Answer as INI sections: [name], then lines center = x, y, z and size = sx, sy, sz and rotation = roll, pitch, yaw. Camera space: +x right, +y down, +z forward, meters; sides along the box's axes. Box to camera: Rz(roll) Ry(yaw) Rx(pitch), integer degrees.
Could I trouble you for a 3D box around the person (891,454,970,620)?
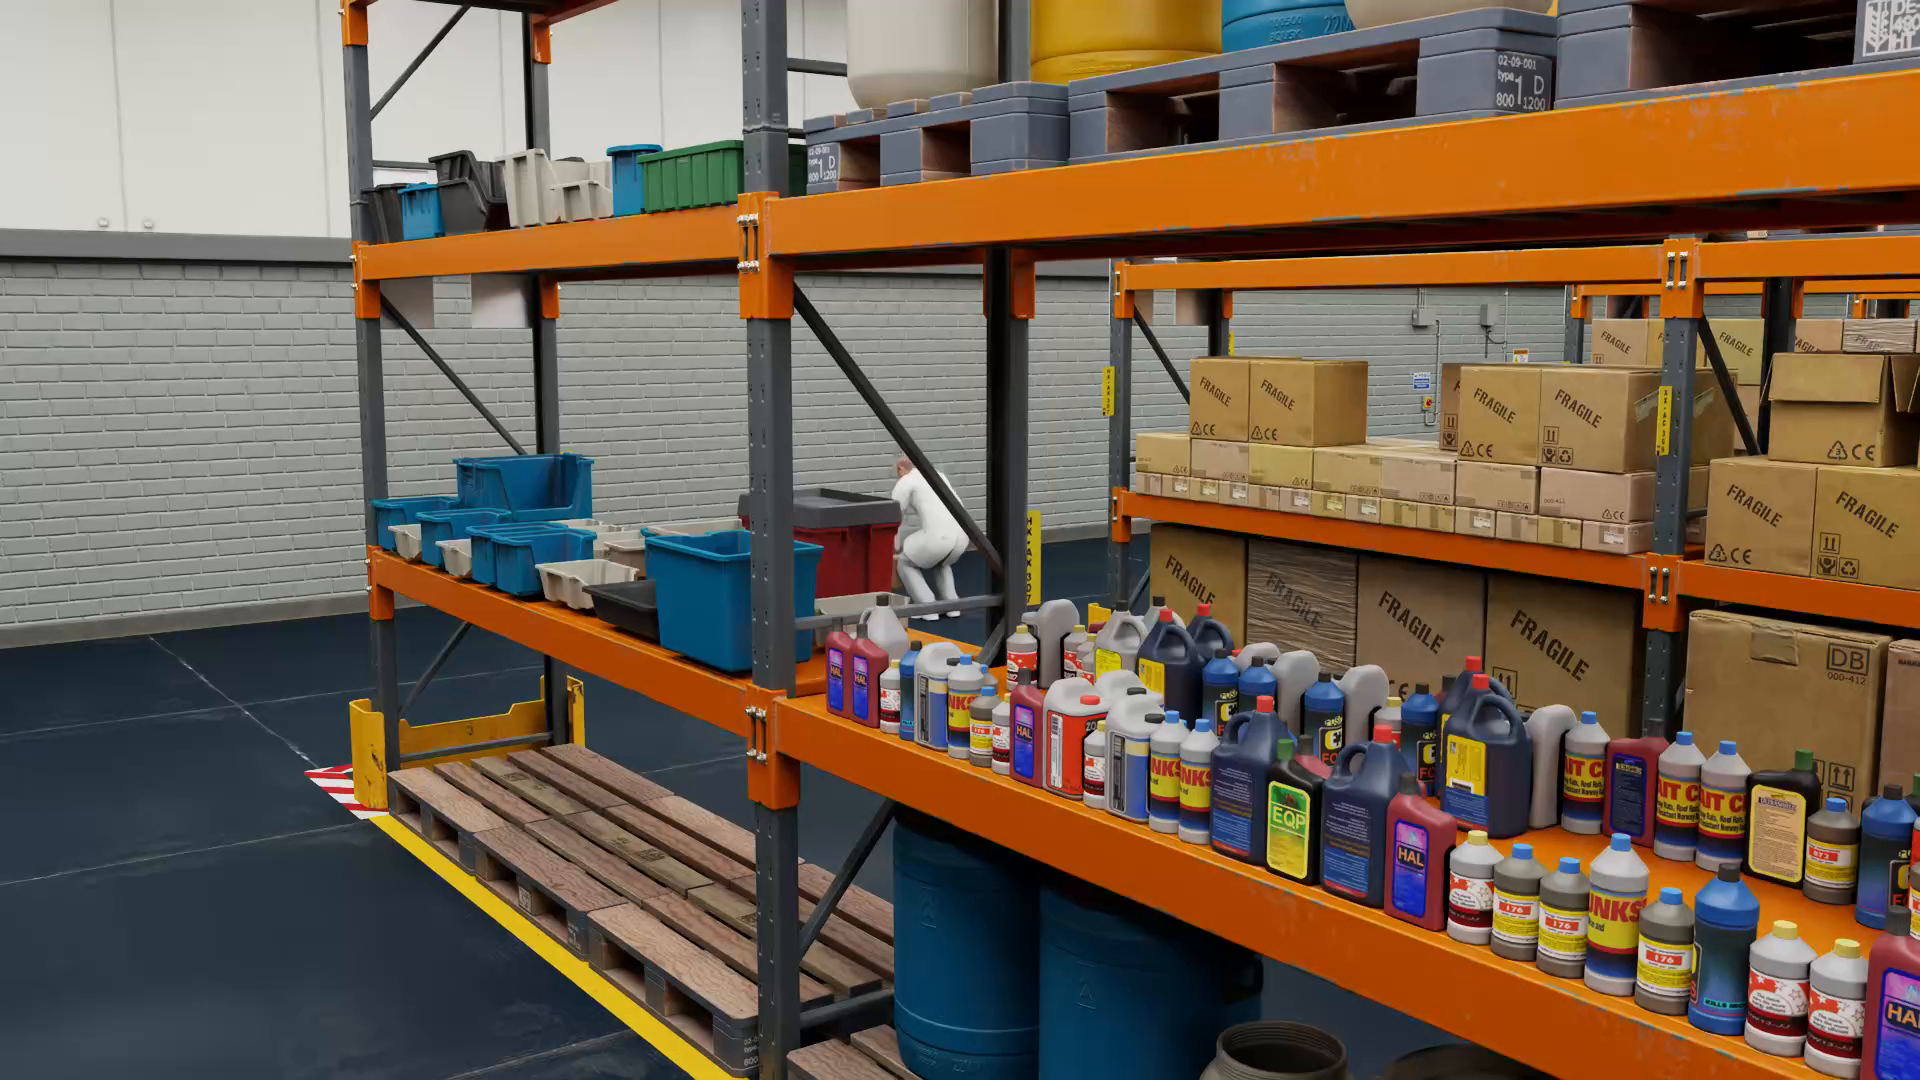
[person]
center = -0.267, 0.040, 13.728
size = 0.631, 1.205, 0.762
rotation = -6, 9, -36
